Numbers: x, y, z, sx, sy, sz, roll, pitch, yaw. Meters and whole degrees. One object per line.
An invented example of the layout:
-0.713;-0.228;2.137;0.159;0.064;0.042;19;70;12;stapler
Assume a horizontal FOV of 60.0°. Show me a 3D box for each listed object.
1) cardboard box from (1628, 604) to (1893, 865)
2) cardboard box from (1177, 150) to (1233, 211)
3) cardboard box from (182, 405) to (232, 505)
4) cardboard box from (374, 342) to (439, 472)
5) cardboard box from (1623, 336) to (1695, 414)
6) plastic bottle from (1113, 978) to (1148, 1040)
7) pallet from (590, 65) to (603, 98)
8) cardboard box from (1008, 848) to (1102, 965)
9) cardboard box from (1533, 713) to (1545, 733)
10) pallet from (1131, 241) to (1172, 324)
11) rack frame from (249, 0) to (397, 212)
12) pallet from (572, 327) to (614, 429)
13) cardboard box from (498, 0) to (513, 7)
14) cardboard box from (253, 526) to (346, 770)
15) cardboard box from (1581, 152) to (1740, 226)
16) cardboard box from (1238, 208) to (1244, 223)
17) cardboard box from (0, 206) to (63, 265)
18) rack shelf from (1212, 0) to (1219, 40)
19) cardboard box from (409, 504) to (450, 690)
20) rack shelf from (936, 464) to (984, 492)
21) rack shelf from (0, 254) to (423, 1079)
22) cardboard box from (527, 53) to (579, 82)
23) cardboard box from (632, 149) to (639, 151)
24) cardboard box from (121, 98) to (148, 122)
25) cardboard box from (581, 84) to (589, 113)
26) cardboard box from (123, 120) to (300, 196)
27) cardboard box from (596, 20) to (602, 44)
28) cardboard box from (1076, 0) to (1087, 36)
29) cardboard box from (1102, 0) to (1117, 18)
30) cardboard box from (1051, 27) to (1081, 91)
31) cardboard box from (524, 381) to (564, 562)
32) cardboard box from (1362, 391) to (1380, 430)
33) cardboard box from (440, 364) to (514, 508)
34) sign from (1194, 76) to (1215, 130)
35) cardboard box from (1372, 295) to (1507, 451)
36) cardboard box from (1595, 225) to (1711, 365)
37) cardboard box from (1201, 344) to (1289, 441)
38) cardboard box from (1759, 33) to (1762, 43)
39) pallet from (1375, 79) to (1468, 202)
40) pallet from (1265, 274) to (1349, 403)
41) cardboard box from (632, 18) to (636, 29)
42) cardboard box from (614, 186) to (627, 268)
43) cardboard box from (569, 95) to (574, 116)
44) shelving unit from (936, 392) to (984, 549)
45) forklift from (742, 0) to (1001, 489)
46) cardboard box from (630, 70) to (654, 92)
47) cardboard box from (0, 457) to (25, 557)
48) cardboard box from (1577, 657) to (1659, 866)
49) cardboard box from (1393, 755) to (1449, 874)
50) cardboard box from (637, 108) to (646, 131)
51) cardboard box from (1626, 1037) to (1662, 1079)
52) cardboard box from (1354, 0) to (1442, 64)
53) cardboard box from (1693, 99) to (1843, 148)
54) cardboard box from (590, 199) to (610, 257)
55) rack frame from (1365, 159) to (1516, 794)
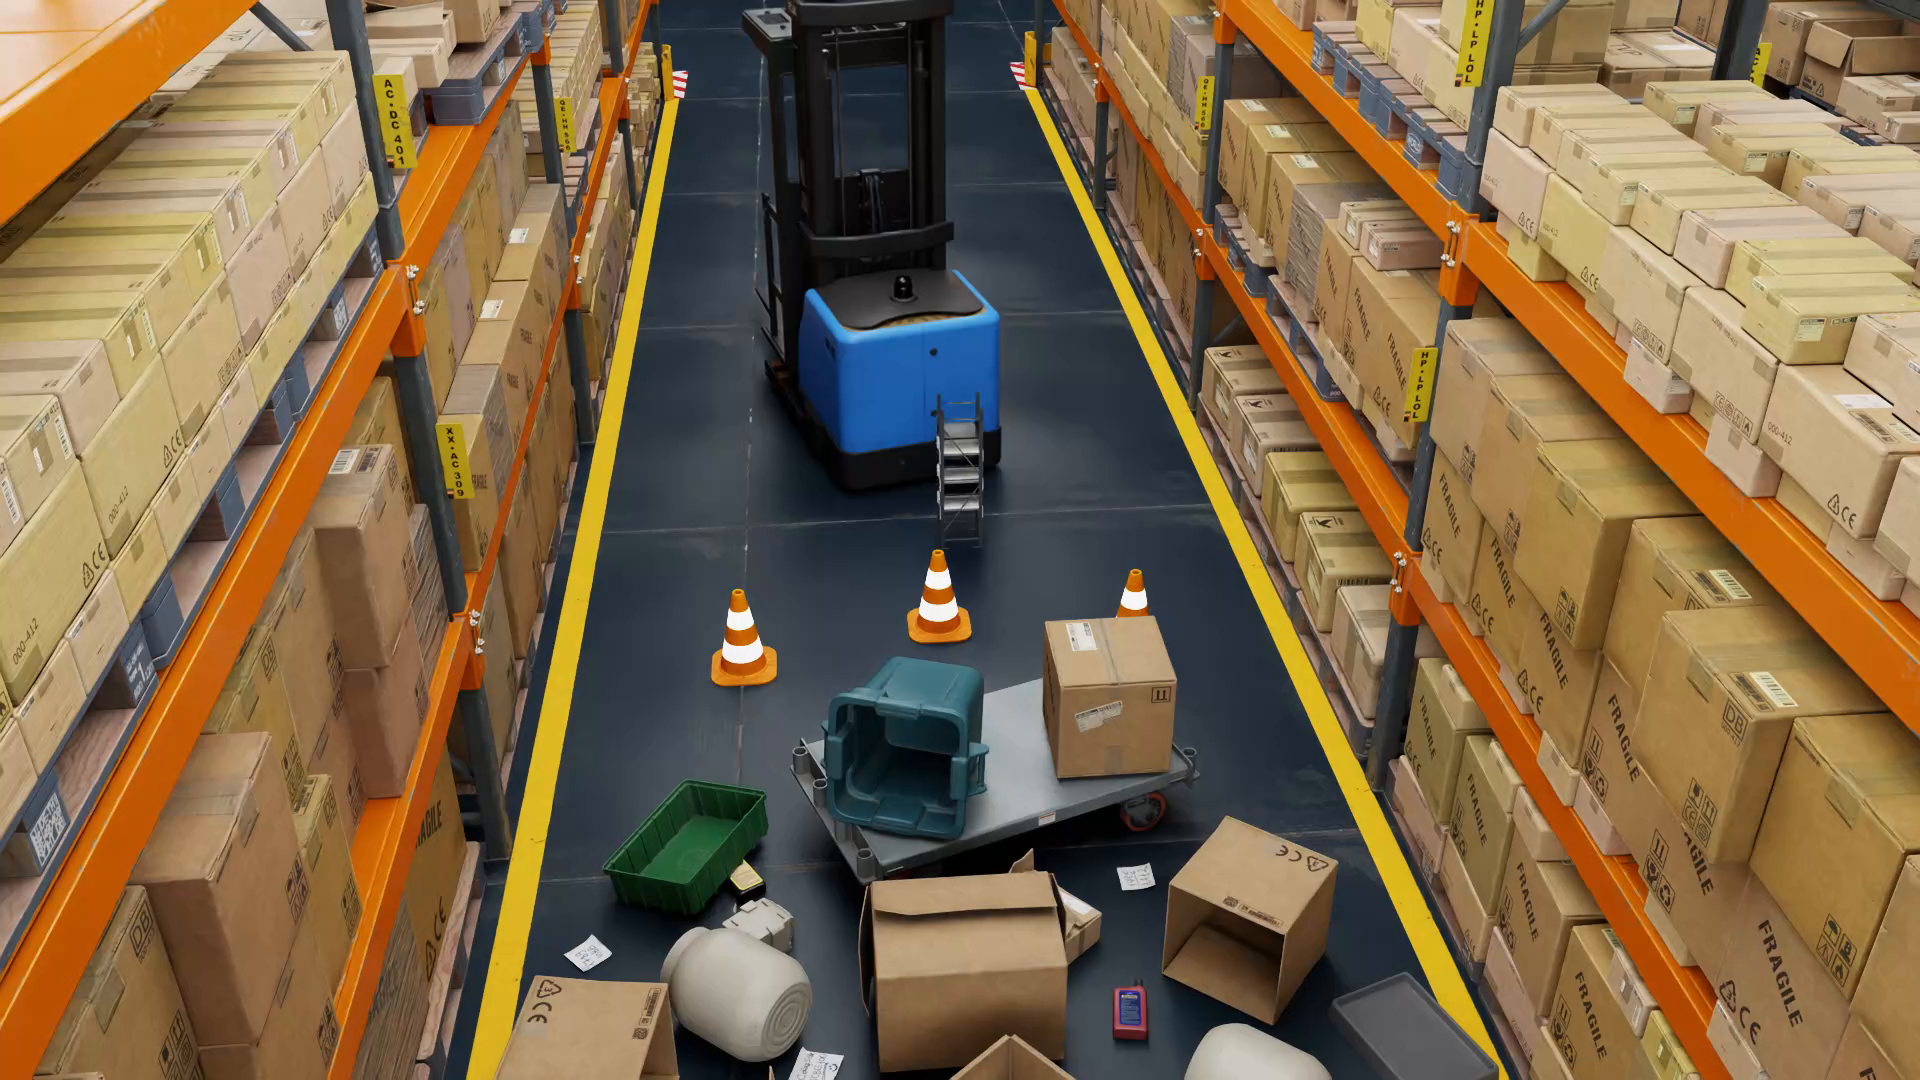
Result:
2.339;0.519;4.593;0.700;0.500;0.500;-3;31;-5;cardboard box
1.741;-2.382;10.959;0.500;0.250;0.500;-4;31;-6;cardboard box
-1.980;-0.195;3.965;0.380;0.149;0.250;-2;31;-4;cardboard box
-2.551;-0.595;6.749;0.700;0.500;0.500;-3;31;-5;cardboard box
2.238;-0.505;4.990;0.380;0.149;0.250;-3;31;-6;cardboard box
0.673;1.852;6.590;0.133;0.061;0.283;2;31;4;plastic bottle
-3.320;-3.475;12.829;1.003;0.211;1.213;-3;31;-5;pallet
0.359;1.534;6.923;0.396;0.266;0.258;27;40;37;cardboard box
2.305;0.649;5.984;0.380;0.149;0.250;-3;31;-5;cardboard box
1.937;-2.031;12.945;1.003;0.211;1.213;-3;31;-5;pallet
-2.499;-2.445;5.068;1.000;3.000;0.127;-3;31;-5;rack frame
-2.944;-1.114;11.409;1.003;0.211;1.213;-3;31;-5;pallet
-2.476;-2.865;8.277;0.500;0.311;0.500;-3;31;-5;cardboard box
-2.418;0.350;5.040;0.875;0.550;0.550;-3;31;-5;cardboard box
2.192;-1.102;5.213;0.380;0.149;0.250;-3;31;-5;cardboard box
1.885;-1.952;9.929;0.380;0.149;0.250;-5;31;-8;cardboard box
-2.636;-0.666;4.364;0.500;0.250;0.500;-3;31;-5;cardboard box
1.859;-4.201;11.634;1.077;0.370;4.000;-3;31;-5;rack shelf
-2.452;0.254;6.254;0.875;0.550;0.550;-3;31;-5;cardboard box
-0.001;-0.362;9.543;0.258;0.077;0.200;-3;31;-5;rack shelf
-2.312;0.172;4.313;1.077;0.370;4.000;-3;31;-5;rack shelf
-2.867;-3.284;11.577;0.380;0.149;0.250;-3;31;-5;cardboard box
-3.060;-3.372;14.841;0.380;0.149;0.250;-3;31;-5;cardboard box
-2.803;-1.413;5.226;0.380;0.149;0.250;-2;31;-4;cardboard box
-2.887;-3.168;11.965;0.380;0.149;0.250;-1;31;-2;cardboard box
-2.078;-1.059;4.633;0.380;0.149;0.250;-2;31;-4;cardboard box
-3.013;-3.961;13.001;0.380;0.149;0.250;-2;31;-3;cardboard box
1.321;-4.773;14.718;0.500;0.500;0.500;-3;31;-6;cardboard box
1.428;-4.477;13.247;0.500;0.500;0.500;-2;31;-4;cardboard box
1.460;-5.033;17.341;0.875;0.438;0.875;-4;31;-6;cardboard box
-2.820;-0.365;9.220;1.050;0.750;0.750;-2;31;-4;cardboard box
2.090;-0.616;7.692;0.380;0.149;0.250;-4;31;-6;cardboard box
-2.328;-0.452;7.484;0.500;0.500;0.500;-3;31;-4;cardboard box
1.494;-2.670;10.165;0.100;0.325;0.005;-3;31;-5;sign
2.148;-0.734;7.257;0.500;0.500;0.500;-3;31;-6;cardboard box
2.280;-0.753;5.016;0.500;0.250;0.500;-2;31;-4;cardboard box
2.089;-0.964;10.592;0.950;0.372;0.625;-5;31;-8;cardboard box
6.362;-3.878;13.038;0.396;0.266;0.258;-1;31;-2;cardboard box
2.468;-1.686;6.905;1.213;0.211;1.003;-3;31;-5;pallet
2.272;-1.110;8.870;1.003;0.211;1.213;-3;31;-5;pallet
-3.118;-4.677;14.899;0.380;0.149;0.250;-1;31;-2;cardboard box
-2.879;-2.434;12.927;0.500;0.500;0.500;-3;31;-6;cardboard box
-2.820;-2.899;11.224;0.380;0.149;0.250;-3;31;-5;cardboard box
-0.001;-0.390;9.526;0.258;0.900;0.210;-3;31;-5;shelving unit
-0.716;-2.314;10.766;1.130;2.935;3.031;-10;32;-17;forklift
-3.160;-4.423;16.020;0.380;0.149;0.250;-2;31;-3;cardboard box
-1.886;-0.017;2.889;0.380;0.149;0.250;-3;31;-5;cardboard box
2.355;0.678;5.302;0.500;0.500;0.500;-2;31;-4;cardboard box
2.206;1.156;7.162;0.500;0.250;0.500;-4;31;-7;cardboard box
-3.118;-3.898;15.431;0.380;0.149;0.250;-3;31;-5;cardboard box
2.407;1.899;5.186;0.500;0.500;0.500;-2;31;-3;cardboard box
2.132;-2.372;7.608;0.500;0.250;0.500;-2;31;-4;cardboard box
2.768;-1.400;5.711;0.380;0.149;0.250;-3;31;-6;cardboard box
-2.777;-2.217;11.833;0.500;0.250;0.500;-3;31;-4;cardboard box
2.420;-0.159;7.090;1.000;3.000;0.127;-3;31;-5;rack frame
